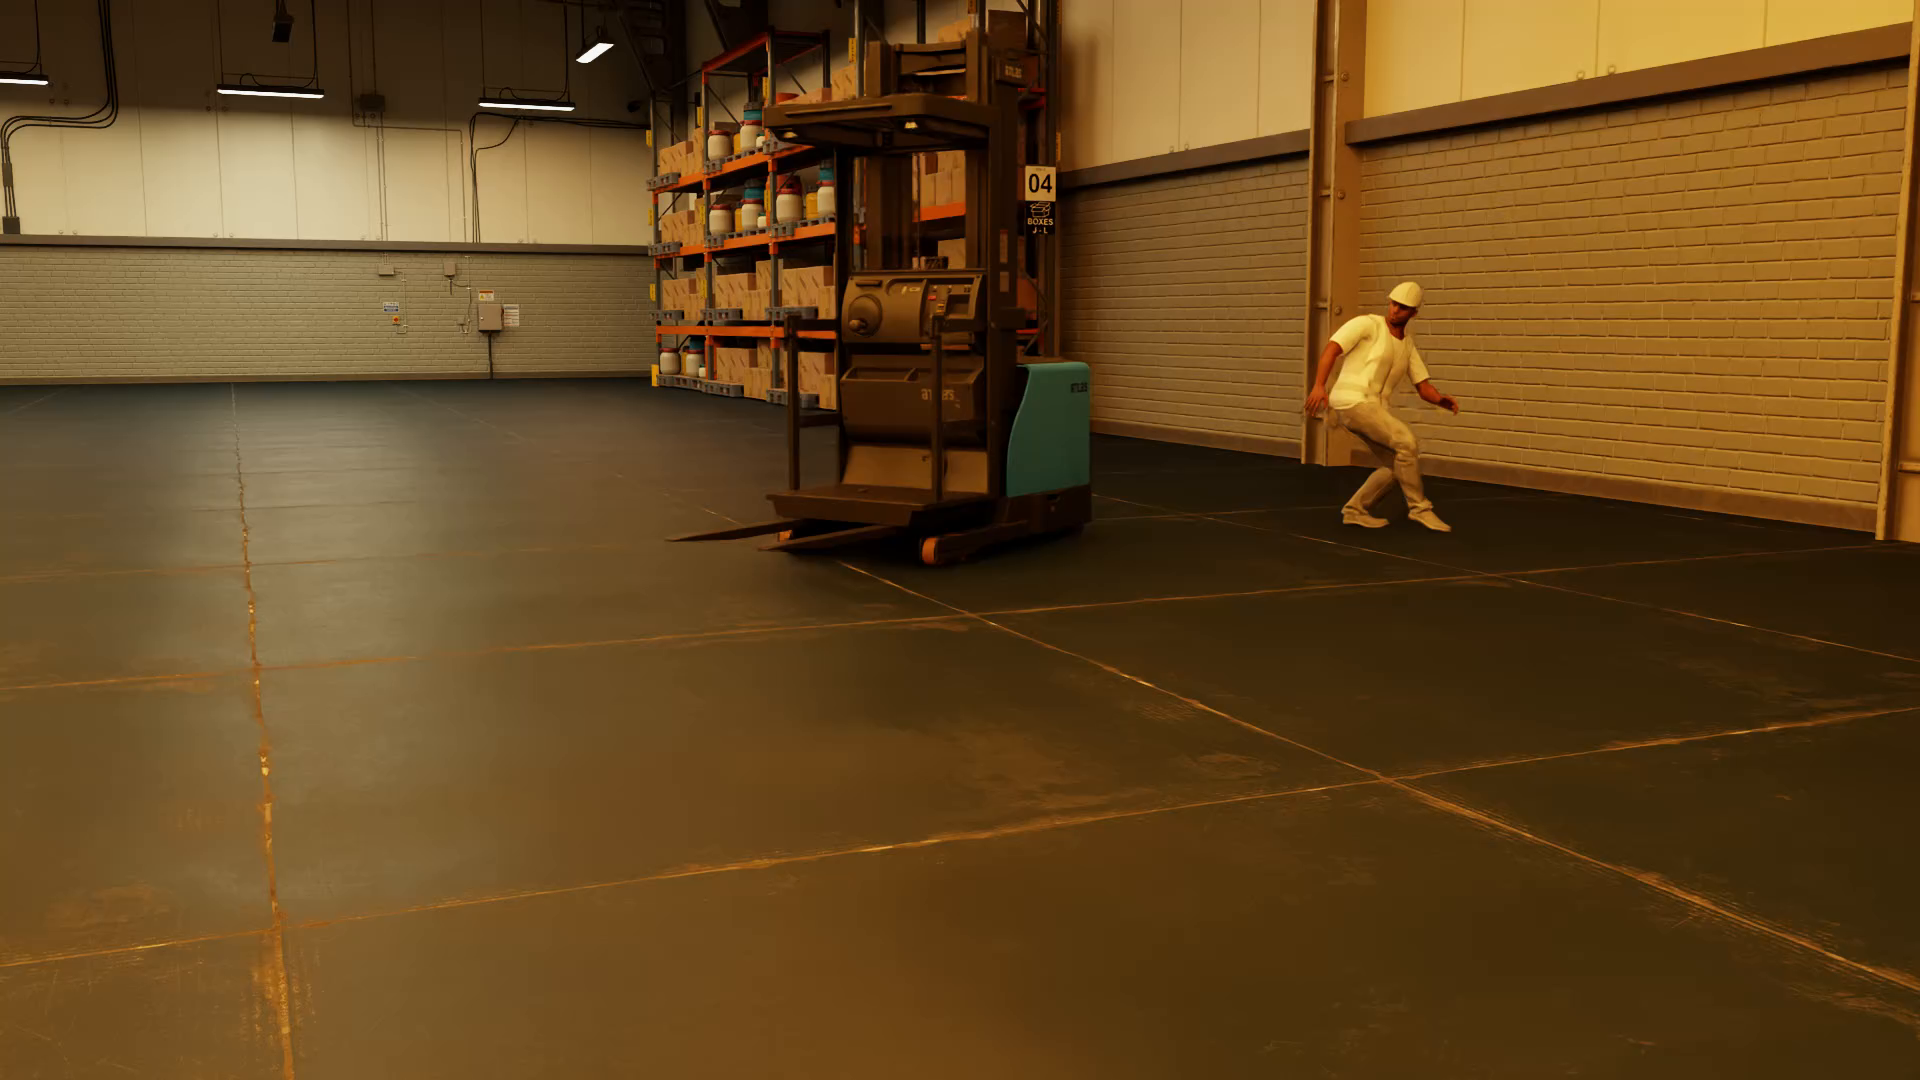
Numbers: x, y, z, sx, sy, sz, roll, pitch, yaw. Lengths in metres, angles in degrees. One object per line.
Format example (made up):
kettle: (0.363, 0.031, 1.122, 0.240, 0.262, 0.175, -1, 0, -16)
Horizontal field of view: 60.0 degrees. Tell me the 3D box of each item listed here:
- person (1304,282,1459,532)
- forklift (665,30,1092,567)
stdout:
person: (2.718, -0.836, 10.529, 0.822, 1.584, 0.806, 6, 10, 39)
forklift: (-0.395, -1.376, 9.377, 1.130, 2.935, 3.031, 5, 9, 33)
